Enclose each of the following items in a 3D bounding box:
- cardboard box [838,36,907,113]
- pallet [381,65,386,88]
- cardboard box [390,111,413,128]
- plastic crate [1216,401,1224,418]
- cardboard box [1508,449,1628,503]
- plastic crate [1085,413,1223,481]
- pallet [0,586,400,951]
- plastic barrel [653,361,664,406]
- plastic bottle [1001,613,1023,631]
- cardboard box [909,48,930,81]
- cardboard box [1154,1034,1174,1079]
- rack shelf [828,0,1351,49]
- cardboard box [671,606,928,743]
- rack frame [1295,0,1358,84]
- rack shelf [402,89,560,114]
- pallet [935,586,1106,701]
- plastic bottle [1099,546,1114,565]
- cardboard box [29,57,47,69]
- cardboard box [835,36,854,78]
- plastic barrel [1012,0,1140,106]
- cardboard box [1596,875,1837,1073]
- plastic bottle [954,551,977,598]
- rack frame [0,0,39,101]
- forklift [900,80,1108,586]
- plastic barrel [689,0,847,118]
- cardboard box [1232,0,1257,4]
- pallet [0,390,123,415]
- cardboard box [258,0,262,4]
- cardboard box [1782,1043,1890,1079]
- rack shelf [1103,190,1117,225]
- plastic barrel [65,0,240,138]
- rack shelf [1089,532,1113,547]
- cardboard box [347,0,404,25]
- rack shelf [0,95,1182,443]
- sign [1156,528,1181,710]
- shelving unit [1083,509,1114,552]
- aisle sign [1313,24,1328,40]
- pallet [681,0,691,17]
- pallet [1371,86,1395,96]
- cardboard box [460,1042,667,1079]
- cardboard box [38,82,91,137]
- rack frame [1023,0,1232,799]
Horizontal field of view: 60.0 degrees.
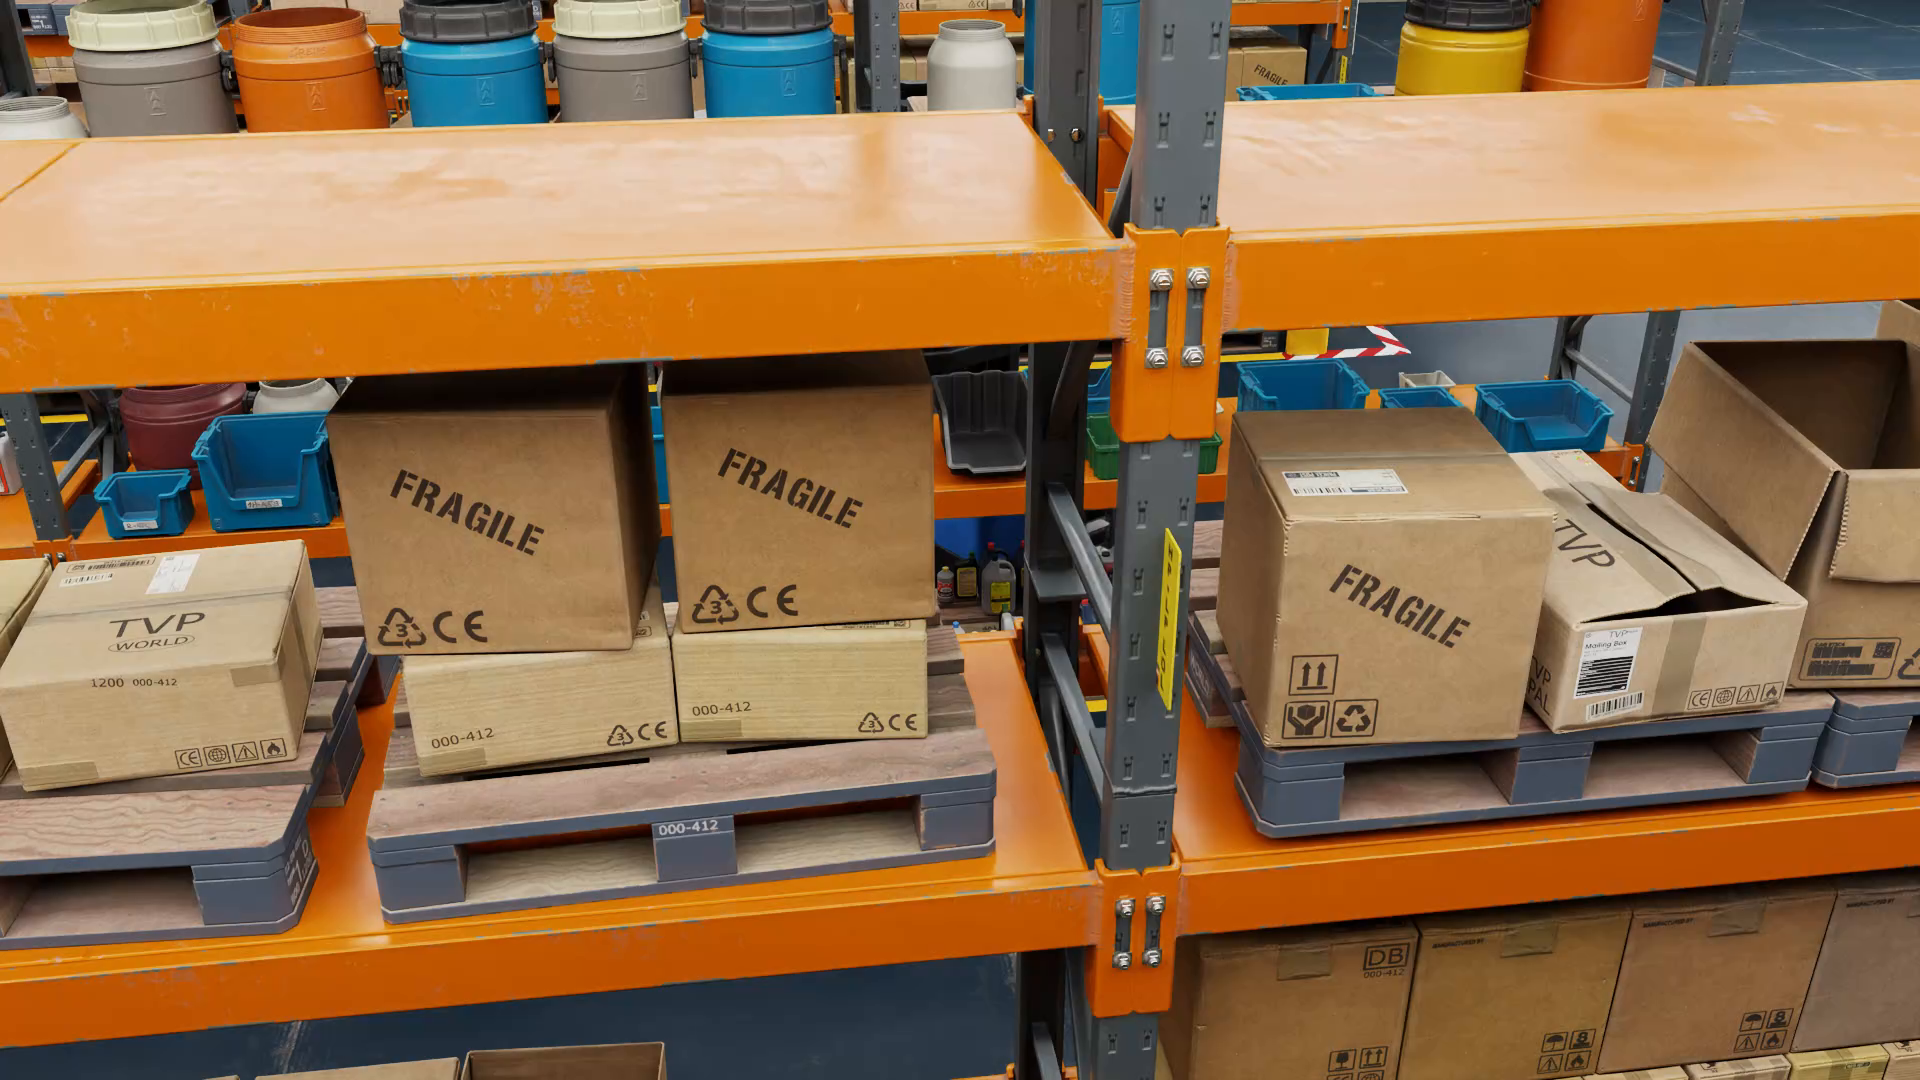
[{"bbox_3d":[-0.681,-3.650,13.047,0.500,0.500,0.500,-4,27,-7],"label":"cardboard box"},{"bbox_3d":[-6.331,-4.690,16.816,1.003,0.211,1.213,-4,27,-7],"label":"pallet"},{"bbox_3d":[-3.981,-2.985,12.712,0.500,0.500,0.700,0,27,1],"label":"cardboard box"},{"bbox_3d":[1.174,-0.736,9.188,0.437,0.136,0.530,-4,27,-7],"label":"plastic crate"},{"bbox_3d":[1.444,-0.069,3.974,0.250,0.149,0.380,-4,27,-7],"label":"cardboard box"},{"bbox_3d":[0.985,-0.500,8.672,0.662,0.188,0.450,-4,27,-7],"label":"plastic crate"},{"bbox_3d":[-1.906,0.451,3.506,1.213,0.211,1.003,-2,27,-5],"label":"pallet"},{"bbox_3d":[-1.376,-0.735,8.747,0.433,0.535,0.433,0,27,0],"label":"plastic barrel"},{"bbox_3d":[0.295,0.525,8.943,0.135,0.276,0.152,-3,27,-5],"label":"plastic bottle"},{"bbox_3d":[-0.113,-3.443,12.644,0.500,0.500,0.500,-4,27,-7],"label":"cardboard box"},{"bbox_3d":[0.581,1.341,4.031,0.250,0.149,0.380,-4,27,-7],"label":"cardboard box"},{"bbox_3d":[0.892,-4.017,12.795,4.000,0.370,1.077,-4,27,-7],"label":"rack shelf"},{"bbox_3d":[-0.324,0.184,3.525,0.500,0.250,0.500,-1,27,-2],"label":"cardboard box"},{"bbox_3d":[2.873,-3.129,13.563,0.127,3.000,1.000,-4,27,-7],"label":"rack frame"},{"bbox_3d":[-3.660,-4.676,17.366,4.000,0.370,1.077,-4,27,-7],"label":"rack shelf"},{"bbox_3d":[0.272,0.581,9.387,1.213,0.211,1.003,-4,27,-7],"label":"pallet"},{"bbox_3d":[0.870,0.168,9.639,0.135,0.276,0.152,-3,27,-6],"label":"plastic bottle"},{"bbox_3d":[-8.891,-4.657,16.029,0.250,0.149,0.380,-4,27,-8],"label":"cardboard box"},{"bbox_3d":[-1.316,-5.219,17.472,0.550,0.550,0.875,-4,27,-7],"label":"cardboard box"},{"bbox_3d":[0.602,-2.395,7.838,0.708,0.901,0.600,-4,27,-7],"label":"plastic barrel"},{"bbox_3d":[1.723,0.886,4.206,0.500,0.500,0.700,-4,27,-7],"label":"cardboard box"},{"bbox_3d":[0.032,0.197,9.574,0.133,0.283,0.061,-2,27,-5],"label":"plastic bottle"},{"bbox_3d":[-4.359,-3.051,6.838,0.127,3.000,1.000,-4,27,-7],"label":"rack frame"},{"bbox_3d":[-0.388,-1.529,10.520,1.130,2.935,3.031,-20,33,-33],"label":"forklift"},{"bbox_3d":[-0.872,-2.063,7.650,0.708,0.901,0.600,-4,27,-7],"label":"plastic barrel"},{"bbox_3d":[1.936,-4.219,12.565,0.500,0.250,0.500,-4,27,-7],"label":"cardboard box"},{"bbox_3d":[-7.046,-1.288,13.029,1.213,0.211,1.003,-4,27,-7],"label":"pallet"},{"bbox_3d":[-8.897,-6.747,20.778,0.500,0.250,0.500,-4,27,-8],"label":"cardboard box"},{"bbox_3d":[2.114,1.241,4.226,0.250,0.149,0.380,-4,27,-8],"label":"cardboard box"},{"bbox_3d":[1.582,-1.778,8.431,4.000,0.370,1.077,-4,27,-7],"label":"rack shelf"},{"bbox_3d":[-3.516,-1.893,7.319,0.600,0.901,0.600,0,27,0],"label":"plastic barrel"},{"bbox_3d":[0.755,0.017,9.999,0.258,0.077,0.200,-20,33,-33],"label":"rack shelf"},{"bbox_3d":[-4.040,-3.836,11.818,0.500,0.250,0.500,-3,27,-6],"label":"cardboard box"},{"bbox_3d":[-1.693,-0.440,2.977,4.000,0.370,1.077,-4,27,-7],"label":"rack shelf"},{"bbox_3d":[0.373,0.144,2.988,0.005,0.325,0.100,-4,27,-7],"label":"sign"},{"bbox_3d":[0.755,-0.093,9.943,0.258,0.900,0.210,-20,33,-33],"label":"shelving unit"},{"bbox_3d":[2.892,-4.426,13.242,0.004,0.787,0.394,-4,27,-7],"label":"aisle sign"},{"bbox_3d":[-1.715,-4.135,12.443,1.003,0.211,1.213,-4,27,-7],"label":"pallet"},{"bbox_3d":[2.730,-2.133,8.542,1.213,0.211,1.003,-4,27,-7],"label":"pallet"},{"bbox_3d":[-0.996,1.634,4.170,0.500,0.500,0.500,-2,27,-3],"label":"cardboard box"},{"bbox_3d":[-6.421,-3.032,12.165,0.637,0.503,0.797,-3,27,-6],"label":"cardboard box"},{"bbox_3d":[0.288,-1.066,2.970,0.127,3.000,1.000,-4,27,-7],"label":"rack frame"}]
